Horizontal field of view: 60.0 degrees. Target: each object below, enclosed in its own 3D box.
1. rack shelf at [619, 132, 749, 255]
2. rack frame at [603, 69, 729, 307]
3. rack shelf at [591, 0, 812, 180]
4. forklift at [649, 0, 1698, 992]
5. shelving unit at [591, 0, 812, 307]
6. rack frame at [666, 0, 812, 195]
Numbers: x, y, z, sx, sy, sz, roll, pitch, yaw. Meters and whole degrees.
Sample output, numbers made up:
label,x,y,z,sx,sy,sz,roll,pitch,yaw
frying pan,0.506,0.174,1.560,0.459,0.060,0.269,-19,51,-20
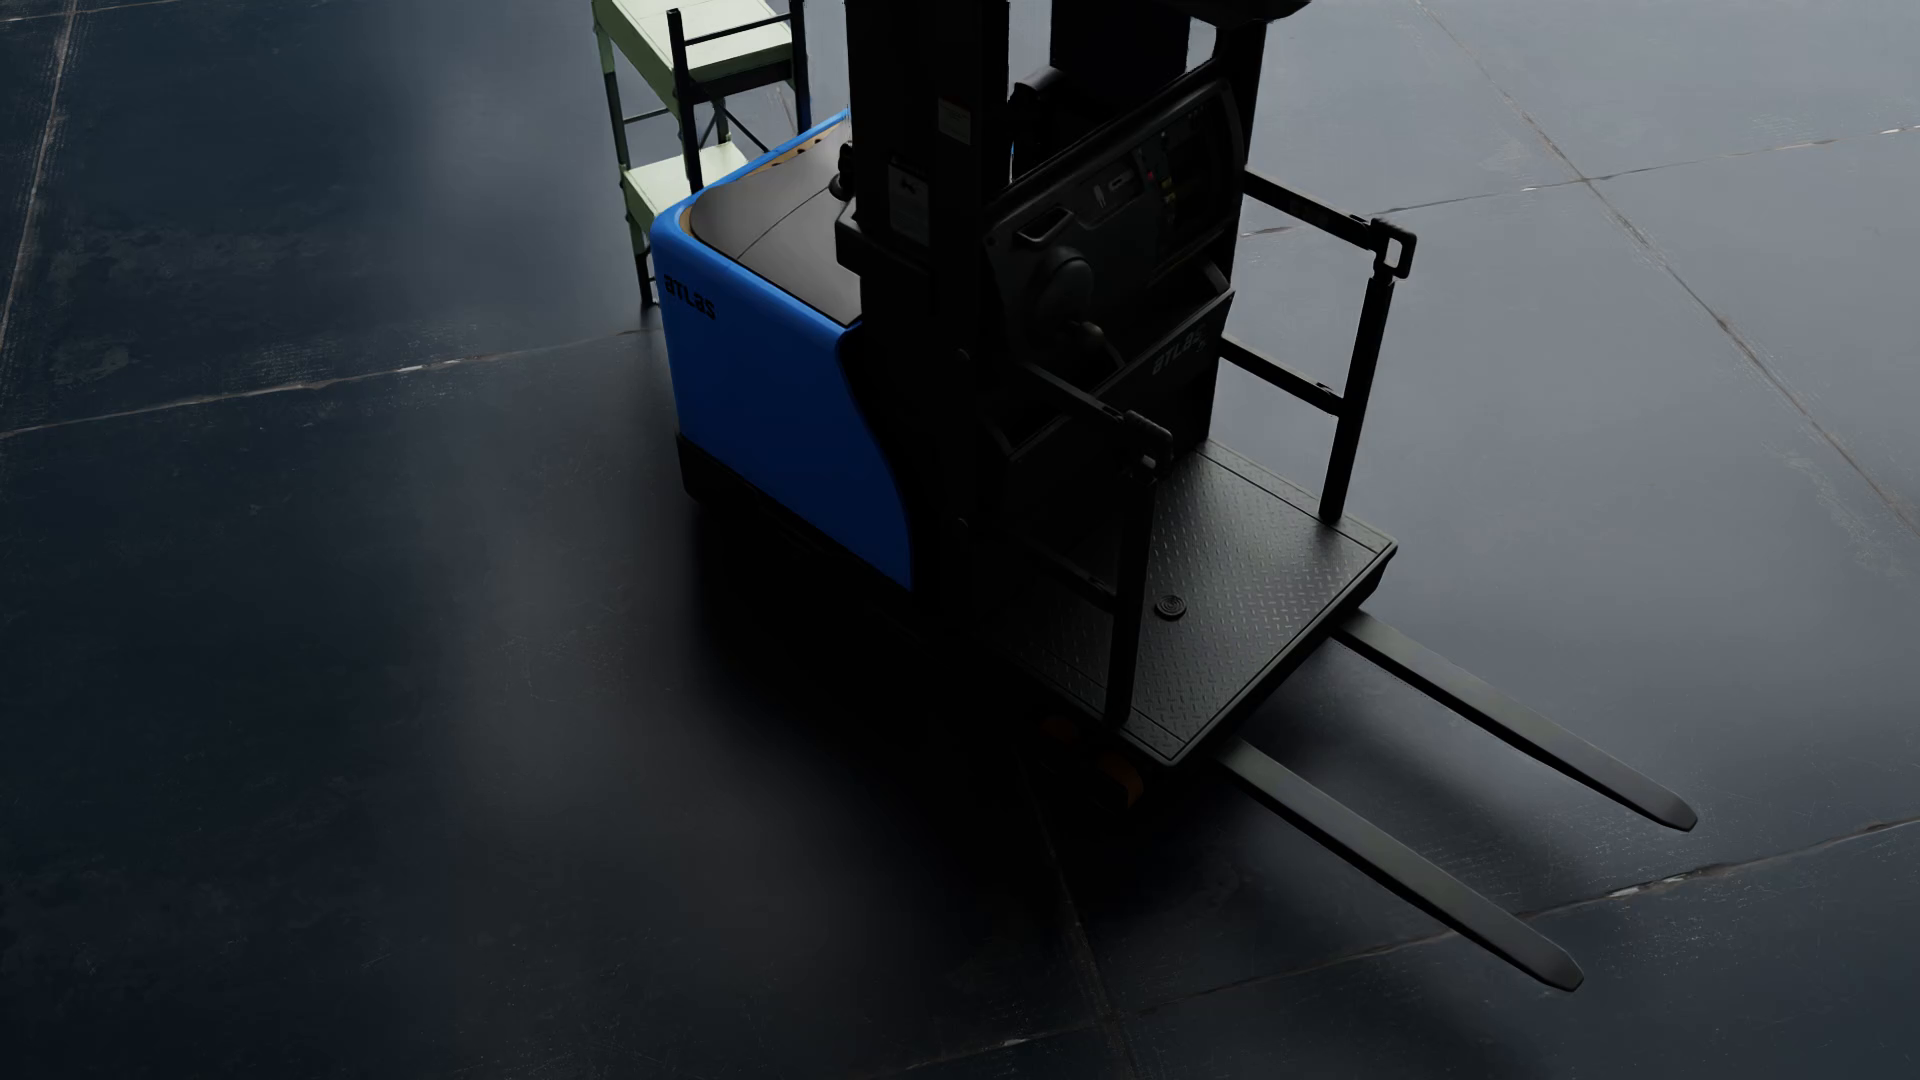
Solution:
label,x,y,z,sx,sy,sz,roll,pitch,yaw
rack shelf,-0.807,-0.997,5.633,0.431,0.370,0.720,-22,49,-20
rack frame,-0.984,-1.453,5.624,0.400,1.500,0.023,-22,49,-20
rack shelf,-0.807,-1.498,5.122,0.431,0.370,0.720,-22,49,-20
forklift,0.542,-0.713,3.896,3.031,2.935,1.130,33,54,28
shelving unit,-0.807,-1.225,5.400,0.431,1.500,0.755,-22,49,-20
rack frame,-0.629,-0.996,5.176,0.400,1.500,0.023,-22,49,-20
